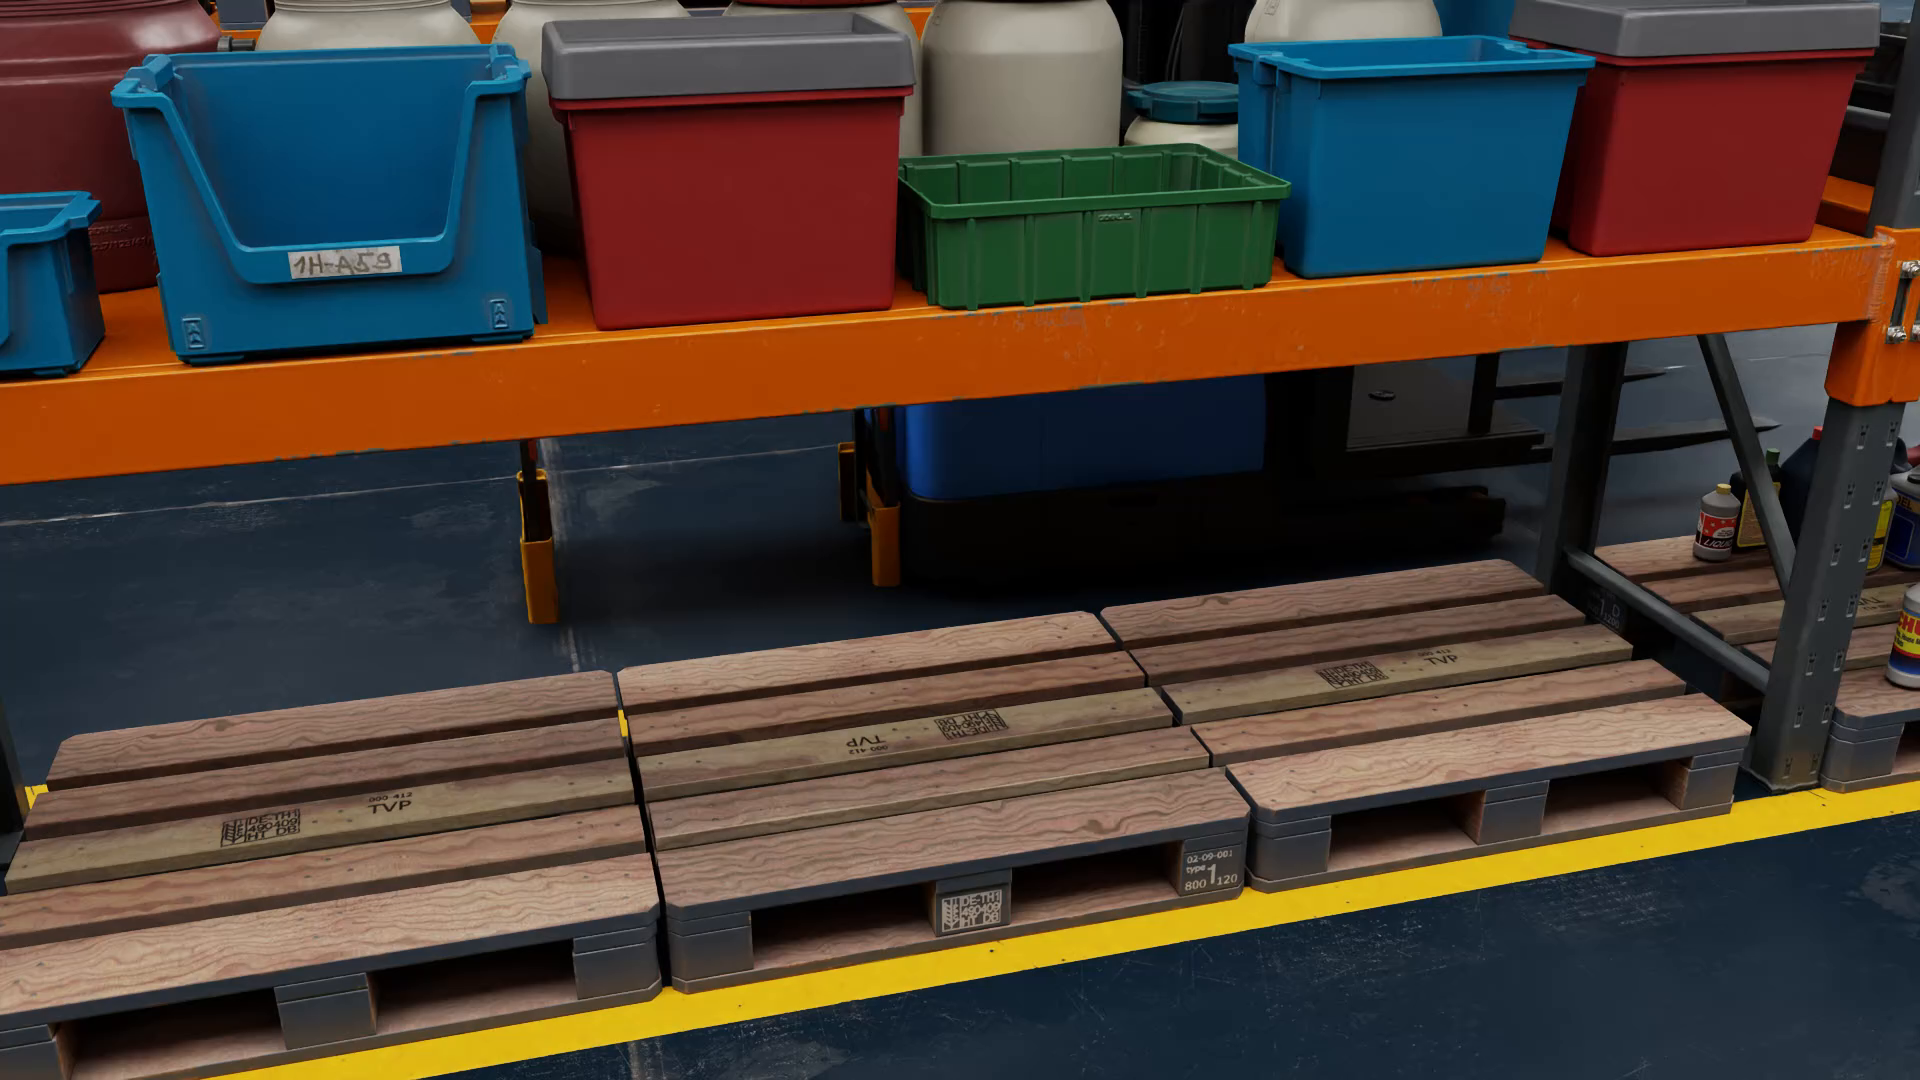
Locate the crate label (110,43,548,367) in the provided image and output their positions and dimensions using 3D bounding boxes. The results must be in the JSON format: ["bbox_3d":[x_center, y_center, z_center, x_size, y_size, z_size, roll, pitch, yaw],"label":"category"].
[{"bbox_3d":[-1.007,-0.575,2.740,0.616,0.435,0.502,-6,24,-14],"label":"crate label"}]

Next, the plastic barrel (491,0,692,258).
[{"bbox_3d":[-0.698,-0.842,3.267,0.421,0.512,0.421,0,23,0],"label":"plastic barrel"}]

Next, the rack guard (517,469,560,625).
[{"bbox_3d":[-1.246,0.011,4.908,0.087,0.250,0.587,-6,24,-13],"label":"rack guard"}]

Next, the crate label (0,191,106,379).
[{"bbox_3d":[-1.530,-0.381,2.546,0.416,0.233,0.303,-6,24,-14],"label":"crate label"}]

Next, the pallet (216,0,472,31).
[{"bbox_3d":[-2.717,-2.464,7.432,1.003,0.211,1.213,-6,24,-14],"label":"pallet"}]

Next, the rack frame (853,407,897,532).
[{"bbox_3d":[-0.263,-0.664,4.896,0.032,1.500,0.500,-6,24,-13],"label":"rack frame"}]

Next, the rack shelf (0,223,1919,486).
[{"bbox_3d":[-0.111,-0.438,3.378,4.000,0.370,1.077,-6,24,-14],"label":"rack shelf"}]

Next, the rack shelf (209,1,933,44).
[{"bbox_3d":[-1.449,-2.318,7.761,4.000,0.370,1.077,-6,24,-14],"label":"rack shelf"}]

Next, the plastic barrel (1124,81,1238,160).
[{"bbox_3d":[0.499,-0.835,3.568,0.301,0.262,0.301,0,23,0],"label":"plastic barrel"}]

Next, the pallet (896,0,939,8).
[{"bbox_3d":[-0.298,-2.747,8.092,1.213,0.211,1.003,-6,24,-14],"label":"pallet"}]

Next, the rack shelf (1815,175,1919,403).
[{"bbox_3d":[3.740,-0.864,4.371,4.000,0.370,1.077,-6,24,-14],"label":"rack shelf"}]

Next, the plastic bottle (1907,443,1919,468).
[{"bbox_3d":[2.687,-0.167,4.722,0.133,0.283,0.061,-5,24,-11],"label":"plastic bottle"}]

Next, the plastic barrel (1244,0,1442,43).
[{"bbox_3d":[0.834,-1.025,3.663,0.433,0.535,0.433,0,23,0],"label":"plastic barrel"}]

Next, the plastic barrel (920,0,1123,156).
[{"bbox_3d":[0.128,-0.947,3.481,0.433,0.535,0.433,0,23,0],"label":"plastic barrel"}]

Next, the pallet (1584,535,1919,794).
[{"bbox_3d":[2.473,0.244,4.413,1.213,0.211,1.003,-6,24,-14],"label":"pallet"}]

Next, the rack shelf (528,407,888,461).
[{"bbox_3d":[-0.755,-0.449,4.850,1.000,0.185,0.538,-6,24,-13],"label":"rack shelf"}]

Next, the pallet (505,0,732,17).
[{"bbox_3d":[-1.480,-2.574,7.688,1.213,0.211,1.003,-6,24,-14],"label":"pallet"}]

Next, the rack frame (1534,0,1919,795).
[{"bbox_3d":[1.815,-0.981,3.733,0.127,3.000,1.000,-6,24,-14],"label":"rack frame"}]

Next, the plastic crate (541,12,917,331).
[{"bbox_3d":[-0.398,-0.641,2.858,0.583,0.464,0.402,-6,24,-14],"label":"plastic crate"}]

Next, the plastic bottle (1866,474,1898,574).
[{"bbox_3d":[2.396,-0.090,4.456,0.185,0.351,0.144,-6,24,-14],"label":"plastic bottle"}]

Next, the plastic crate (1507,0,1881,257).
[{"bbox_3d":[1.431,-0.843,3.330,0.583,0.464,0.402,-6,24,-14],"label":"plastic crate"}]

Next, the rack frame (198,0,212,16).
[{"bbox_3d":[-3.375,-2.436,7.123,0.127,3.000,1.000,-6,24,-14],"label":"rack frame"}]

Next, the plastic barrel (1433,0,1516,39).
[{"bbox_3d":[1.361,-1.286,3.806,0.708,0.901,0.600,-6,24,-14],"label":"plastic barrel"}]

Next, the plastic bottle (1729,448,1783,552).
[{"bbox_3d":[2.189,-0.112,4.593,0.133,0.283,0.061,-5,24,-12],"label":"plastic bottle"}]

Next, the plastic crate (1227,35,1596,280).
[{"bbox_3d":[0.837,-0.738,3.187,0.575,0.384,0.392,-6,24,-14],"label":"plastic crate"}]

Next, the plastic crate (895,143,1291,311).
[{"bbox_3d":[0.214,-0.591,3.093,0.662,0.188,0.450,-6,24,-14],"label":"plastic crate"}]

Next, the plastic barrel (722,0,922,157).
[{"bbox_3d":[-0.289,-0.901,3.373,0.433,0.535,0.433,0,23,0],"label":"plastic barrel"}]

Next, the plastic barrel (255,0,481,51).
[{"bbox_3d":[-1.104,-0.797,3.162,0.421,0.512,0.421,0,23,0],"label":"plastic barrel"}]

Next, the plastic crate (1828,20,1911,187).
[{"bbox_3d":[2.353,-0.960,3.763,0.504,0.338,0.767,-6,24,-14],"label":"plastic crate"}]

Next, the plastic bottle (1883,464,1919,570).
[{"bbox_3d":[2.606,-0.077,4.521,0.135,0.276,0.152,-6,24,-14],"label":"plastic bottle"}]

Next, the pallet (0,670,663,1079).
[{"bbox_3d":[-1.280,0.658,3.448,1.213,0.211,1.003,-6,24,-14],"label":"pallet"}]

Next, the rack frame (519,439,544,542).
[{"bbox_3d":[-1.247,-0.564,4.662,0.032,1.500,0.500,-6,24,-13],"label":"rack frame"}]

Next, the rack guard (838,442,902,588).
[{"bbox_3d":[-0.282,-0.088,5.138,0.087,0.250,0.587,-6,24,-13],"label":"rack guard"}]

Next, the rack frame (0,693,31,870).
[{"bbox_3d":[-2.037,-0.555,2.740,0.127,3.000,1.000,-6,24,-14],"label":"rack frame"}]

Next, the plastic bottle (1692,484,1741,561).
[{"bbox_3d":[2.080,-0.055,4.564,0.097,0.201,0.097,0,23,0],"label":"plastic bottle"}]

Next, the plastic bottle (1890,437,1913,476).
[{"bbox_3d":[2.542,-0.165,4.631,0.185,0.351,0.144,-8,24,-17],"label":"plastic bottle"}]

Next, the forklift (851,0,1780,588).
[{"bbox_3d":[1.211,-1.508,5.047,3.031,2.935,1.130,-6,24,-13],"label":"forklift"}]

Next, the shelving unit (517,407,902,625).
[{"bbox_3d":[-0.764,-0.613,4.777,1.083,1.500,0.587,-6,24,-13],"label":"shelving unit"}]

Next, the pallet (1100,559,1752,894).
[{"bbox_3d":[1.069,0.398,4.054,1.213,0.211,1.003,-6,24,-14],"label":"pallet"}]

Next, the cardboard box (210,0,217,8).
[{"bbox_3d":[-5.205,-3.546,11.397,0.500,0.250,0.500,-7,24,-16],"label":"cardboard box"}]

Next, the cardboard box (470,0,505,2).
[{"bbox_3d":[-3.166,-3.614,12.189,0.750,0.750,1.050,-6,24,-14],"label":"cardboard box"}]

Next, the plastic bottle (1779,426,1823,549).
[{"bbox_3d":[2.357,-0.144,4.584,0.185,0.351,0.144,-7,24,-16],"label":"plastic bottle"}]

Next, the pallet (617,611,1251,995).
[{"bbox_3d":[-0.108,0.530,3.748,1.213,0.211,1.003,-6,24,-14],"label":"pallet"}]

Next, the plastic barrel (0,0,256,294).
[{"bbox_3d":[-1.672,-0.782,3.097,0.708,0.536,0.600,-6,24,-14],"label":"plastic barrel"}]

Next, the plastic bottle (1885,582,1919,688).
[{"bbox_3d":[2.240,0.203,3.876,0.097,0.271,0.097,0,23,0],"label":"plastic bottle"}]
